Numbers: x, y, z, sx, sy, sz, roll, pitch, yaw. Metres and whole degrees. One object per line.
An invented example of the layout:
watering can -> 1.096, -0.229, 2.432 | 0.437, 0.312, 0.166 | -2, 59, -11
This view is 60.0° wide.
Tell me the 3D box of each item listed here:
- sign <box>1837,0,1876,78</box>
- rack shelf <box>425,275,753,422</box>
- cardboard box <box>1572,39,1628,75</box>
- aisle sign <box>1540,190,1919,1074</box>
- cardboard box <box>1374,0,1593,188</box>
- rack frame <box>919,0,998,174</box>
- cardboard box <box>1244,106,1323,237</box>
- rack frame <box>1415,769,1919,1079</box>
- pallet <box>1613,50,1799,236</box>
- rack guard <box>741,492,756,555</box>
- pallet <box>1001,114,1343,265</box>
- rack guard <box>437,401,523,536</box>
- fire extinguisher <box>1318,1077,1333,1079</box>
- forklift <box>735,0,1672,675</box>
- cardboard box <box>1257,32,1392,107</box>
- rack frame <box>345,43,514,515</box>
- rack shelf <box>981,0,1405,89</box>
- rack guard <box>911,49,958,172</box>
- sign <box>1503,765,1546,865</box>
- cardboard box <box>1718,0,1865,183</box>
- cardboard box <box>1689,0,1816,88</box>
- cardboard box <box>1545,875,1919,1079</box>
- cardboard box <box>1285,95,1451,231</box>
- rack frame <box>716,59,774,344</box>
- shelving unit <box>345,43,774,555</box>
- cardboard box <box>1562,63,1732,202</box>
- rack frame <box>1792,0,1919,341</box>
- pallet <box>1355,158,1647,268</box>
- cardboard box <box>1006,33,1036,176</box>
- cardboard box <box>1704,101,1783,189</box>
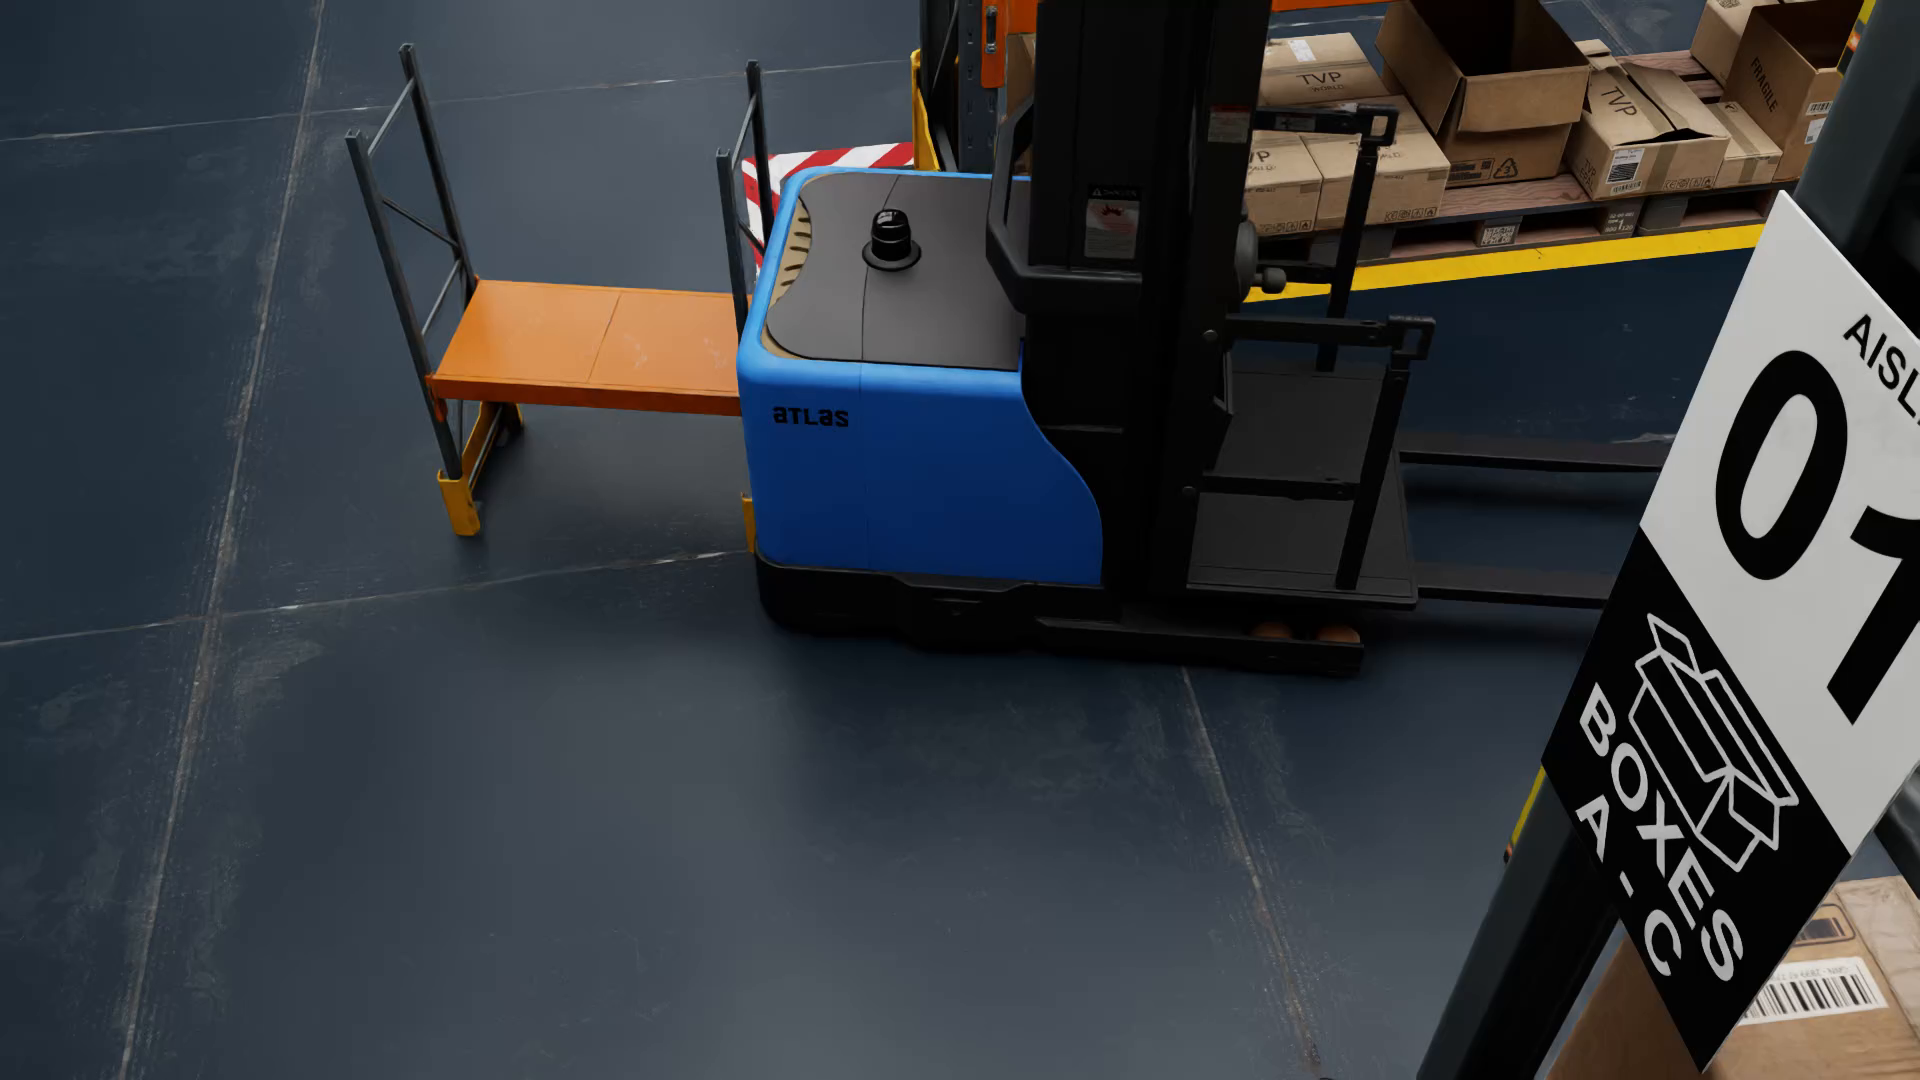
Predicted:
sign -> 0.756, -0.477, 1.264 | 0.005, 0.325, 0.100 | -7, 46, -7
rack shelf -> -1.121, -0.589, 5.305 | 1.000, 0.185, 0.538 | 4, 46, 4
cardboard box -> 2.626, -1.934, 6.972 | 0.250, 0.166, 0.380 | -7, 46, -7
aisle sign -> 0.712, 0.124, 1.522 | 0.004, 0.787, 0.394 | -7, 46, -7
cardboard box -> 2.077, -1.828, 6.636 | 0.637, 0.503, 0.797 | -7, 46, -7
rack frame -> -0.014, -2.285, 5.648 | 0.127, 3.000, 1.000 | -7, 46, -7
cardboard box -> 1.063, -1.410, 6.410 | 0.500, 0.250, 0.500 | -7, 46, -7
rack frame -> 0.834, 1.230, 2.262 | 0.127, 3.000, 1.000 | -7, 46, -7
pallet -> 3.251, -1.725, 7.045 | 1.213, 0.211, 1.003 | -7, 46, -7
rack guard -> -0.634, -0.248, 5.596 | 0.087, 0.250, 0.587 | 4, 46, 4
pallet -> 0.846, -1.425, 6.757 | 1.213, 0.211, 1.003 | -7, 46, -7
rack guard -> -1.626, -0.312, 5.657 | 0.087, 0.250, 0.587 | 4, 46, 4
fire extinguisher -> 0.607, 1.077, 2.722 | 0.183, 0.674, 0.296 | -7, 46, -7
forklift -> 0.915, -1.003, 4.461 | 3.031, 2.935, 1.130 | 4, 46, 4
cardboard box -> 1.421, -1.820, 6.805 | 0.500, 0.250, 0.500 | -7, 46, -7
rack frame -> -1.627, -0.746, 5.207 | 0.032, 1.500, 0.500 | 4, 46, 4
rack shelf -> 1.957, -2.281, 6.144 | 4.000, 0.370, 1.077 | -7, 46, -7
rack guard -> 0.061, -1.427, 6.557 | 0.348, 0.500, 1.175 | -7, 46, -7
sign -> 0.756, 0.359, 2.132 | 0.005, 0.325, 0.100 | -7, 46, -7
cardboard box -> 3.414, -1.790, 6.602 | 0.500, 0.500, 0.500 | -7, 46, -7
cardboard box -> 3.477, -2.097, 7.030 | 0.500, 0.311, 0.500 | -7, 46, -7
cardboard box -> 1.335, 1.056, 2.221 | 0.700, 0.700, 0.980 | -5, 46, -5
cardboard box -> 1.556, -1.472, 6.469 | 0.500, 0.250, 0.500 | -7, 46, -7
rack frame -> -0.615, -0.681, 5.144 | 0.032, 1.500, 0.500 | 4, 46, 4
shelving unit -> -1.130, -0.714, 5.176 | 1.083, 1.500, 0.587 | 4, 46, 4
cardboard box -> 2.675, -1.632, 6.581 | 0.500, 0.311, 0.500 | -7, 46, -7
rack frame -> 0.834, -0.852, 0.102 | 0.127, 3.000, 1.000 | -7, 46, -7
pallet -> 2.046, -1.572, 6.899 | 1.213, 0.211, 1.003 | -7, 46, -7
cardboard box -> 0.480, -1.812, 6.623 | 0.500, 0.500, 0.500 | -7, 46, -7
cardboard box -> 3.055, -1.579, 6.643 | 0.250, 0.149, 0.380 | -7, 46, -7
